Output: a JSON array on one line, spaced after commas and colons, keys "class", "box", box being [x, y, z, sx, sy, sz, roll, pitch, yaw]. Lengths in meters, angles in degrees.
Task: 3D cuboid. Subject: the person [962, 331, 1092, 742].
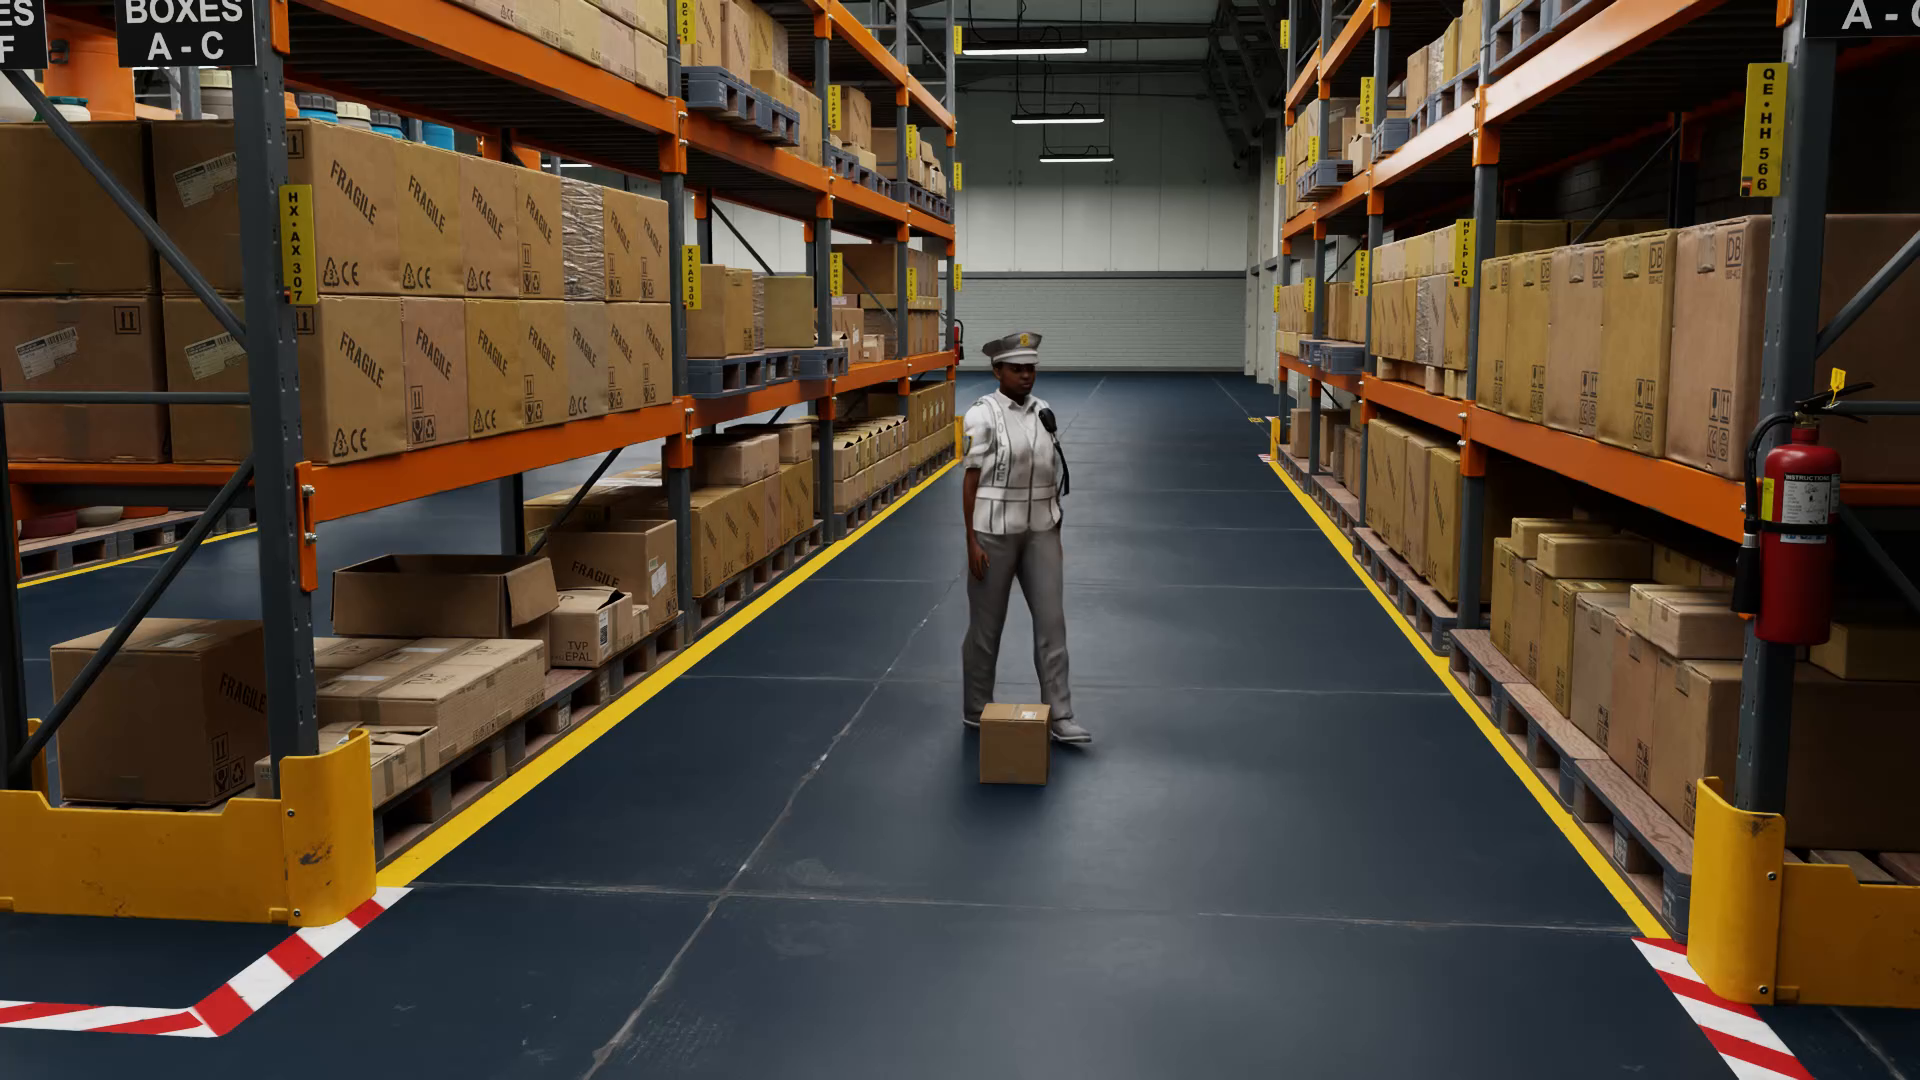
[{"class": "person", "box": [0.269, -0.009, 6.756, 0.454, 1.669, 0.640, -4, 9, -27]}]
